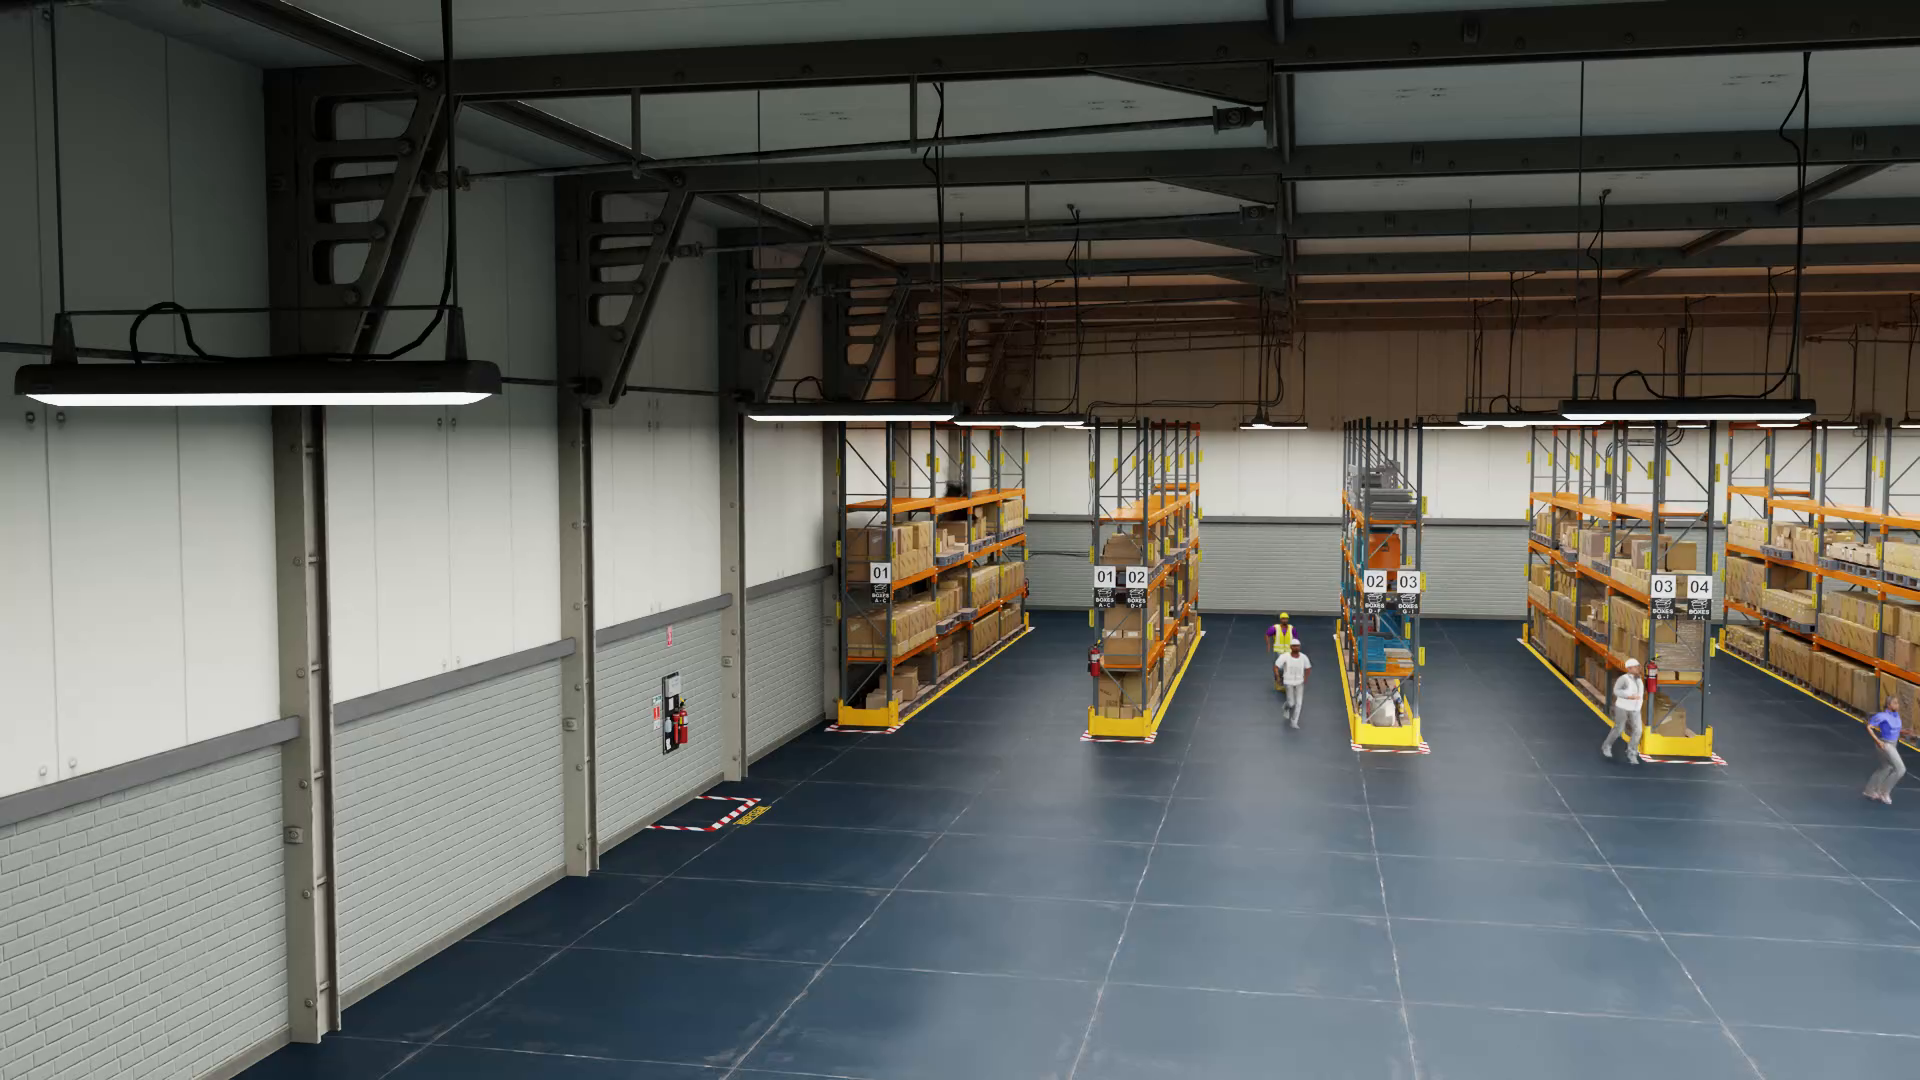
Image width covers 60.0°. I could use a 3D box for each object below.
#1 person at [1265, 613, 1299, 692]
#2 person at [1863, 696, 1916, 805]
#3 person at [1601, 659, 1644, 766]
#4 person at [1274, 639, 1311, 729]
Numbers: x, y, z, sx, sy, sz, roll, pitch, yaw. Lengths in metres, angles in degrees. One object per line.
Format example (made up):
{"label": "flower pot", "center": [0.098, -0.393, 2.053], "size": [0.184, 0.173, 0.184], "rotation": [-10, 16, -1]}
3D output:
{"label": "person", "center": [7.114, 2.468, 36.576], "size": [0.679, 1.743, 0.678], "rotation": [0, 4, -3]}
{"label": "person", "center": [14.367, 3.248, 25.697], "size": [0.548, 1.684, 0.693], "rotation": [-3, 5, -41]}
{"label": "person", "center": [11.626, 2.959, 28.936], "size": [0.674, 1.803, 0.816], "rotation": [-1, 4, -19]}
{"label": "person", "center": [6.475, 2.776, 32.306], "size": [0.722, 1.728, 0.603], "rotation": [0, 4, -3]}
